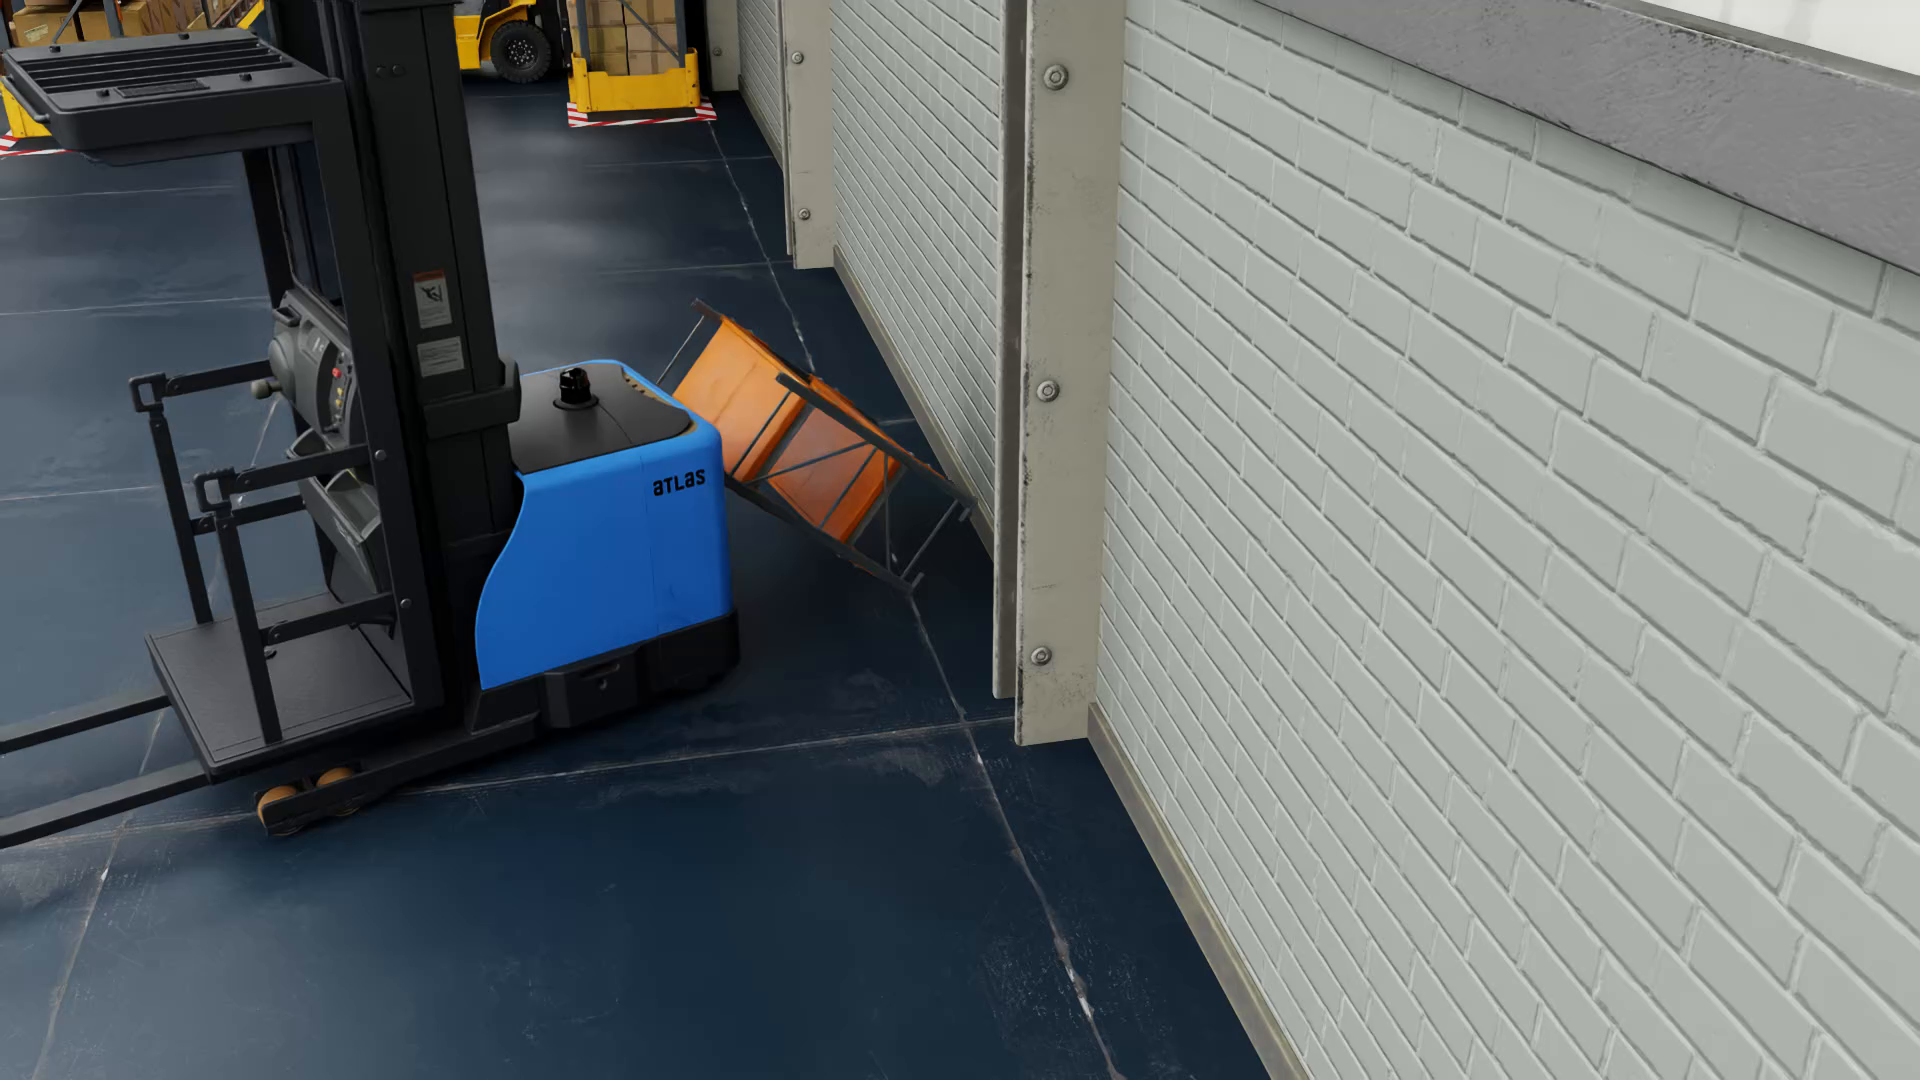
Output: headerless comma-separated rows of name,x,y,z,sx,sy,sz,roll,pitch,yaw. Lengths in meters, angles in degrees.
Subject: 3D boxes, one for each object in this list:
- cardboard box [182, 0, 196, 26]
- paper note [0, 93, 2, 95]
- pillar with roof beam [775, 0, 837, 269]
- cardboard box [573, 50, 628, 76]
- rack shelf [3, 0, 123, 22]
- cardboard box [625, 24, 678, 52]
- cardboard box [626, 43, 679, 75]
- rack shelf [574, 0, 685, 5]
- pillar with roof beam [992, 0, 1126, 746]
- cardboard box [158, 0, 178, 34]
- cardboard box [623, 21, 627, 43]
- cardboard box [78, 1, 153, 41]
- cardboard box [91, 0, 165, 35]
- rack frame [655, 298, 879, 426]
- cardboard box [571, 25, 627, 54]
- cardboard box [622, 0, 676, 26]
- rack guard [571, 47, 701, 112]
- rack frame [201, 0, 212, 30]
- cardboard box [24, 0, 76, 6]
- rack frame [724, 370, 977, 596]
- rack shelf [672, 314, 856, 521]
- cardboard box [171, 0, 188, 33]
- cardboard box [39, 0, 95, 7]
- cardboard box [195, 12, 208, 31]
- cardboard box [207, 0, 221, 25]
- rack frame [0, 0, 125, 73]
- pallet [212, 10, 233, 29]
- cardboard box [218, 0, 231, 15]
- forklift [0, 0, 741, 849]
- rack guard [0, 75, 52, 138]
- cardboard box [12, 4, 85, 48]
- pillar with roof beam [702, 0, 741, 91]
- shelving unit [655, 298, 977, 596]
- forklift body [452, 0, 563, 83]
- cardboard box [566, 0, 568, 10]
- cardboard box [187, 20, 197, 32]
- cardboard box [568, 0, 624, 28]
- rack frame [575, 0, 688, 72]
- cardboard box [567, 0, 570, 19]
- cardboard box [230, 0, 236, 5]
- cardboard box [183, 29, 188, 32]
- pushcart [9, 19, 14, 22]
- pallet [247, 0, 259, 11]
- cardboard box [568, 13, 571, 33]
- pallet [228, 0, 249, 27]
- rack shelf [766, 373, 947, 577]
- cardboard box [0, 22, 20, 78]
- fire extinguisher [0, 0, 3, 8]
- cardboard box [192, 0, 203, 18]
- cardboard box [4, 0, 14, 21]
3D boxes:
cardboard box,-8.329,-5.631,17.330,0.500,0.500,0.500,-5,27,-11
paper note,-9.475,-4.434,16.500,0.142,0.019,0.148,-16,31,-29
pillar with roof beam,-5.225,-5.545,8.750,9.100,9.000,0.400,-6,27,-12
cardboard box,-3.517,-4.675,16.269,0.500,0.250,0.500,-6,27,-11
rack shelf,-8.390,-5.592,16.299,1.077,0.370,4.000,-6,27,-12
cardboard box,-3.007,-4.952,16.262,0.500,0.250,0.500,-5,27,-11
cardboard box,-3.024,-4.737,16.391,0.500,0.250,0.500,-6,27,-11
rack shelf,-3.554,-6.098,17.301,1.077,0.370,4.000,-6,27,-12
pillar with roof beam,-3.873,-2.911,3.531,9.100,9.000,0.400,-6,27,-12
cardboard box,-8.084,-5.173,16.423,0.500,0.500,0.500,-5,27,-11
cardboard box,-3.131,-5.171,16.696,0.500,0.250,0.500,-6,27,-12
cardboard box,-7.857,-4.723,15.531,0.500,0.500,0.500,-7,28,-13
cardboard box,-7.979,-4.952,15.985,0.500,0.500,0.500,-7,28,-14
rack frame,-0.918,-0.614,7.655,1.125,0.500,0.032,33,5,-37
cardboard box,-3.518,-4.906,16.172,0.500,0.250,0.500,-6,27,-12
cardboard box,-3.028,-5.178,16.155,0.500,0.250,0.500,-6,27,-12
rack guard,-3.098,-4.415,15.942,1.175,0.500,0.348,-6,27,-12
rack frame,-8.840,-6.791,17.877,1.000,3.000,0.127,-6,27,-12
cardboard box,-8.522,-5.099,15.557,0.380,0.149,0.250,-5,27,-10
rack frame,-0.459,-0.212,6.841,1.125,0.500,0.032,33,5,-37
rack shelf,-0.887,-0.539,7.074,0.278,0.538,1.000,33,5,-37
cardboard box,-8.213,-5.407,16.886,0.500,0.500,0.500,-5,27,-9
cardboard box,-8.494,-4.884,15.851,0.500,0.500,0.500,-5,27,-10
cardboard box,-8.445,-5.519,17.941,0.500,0.250,0.500,-5,27,-9
cardboard box,-8.961,-6.036,18.830,0.950,0.372,0.625,-6,27,-11
rack frame,-7.939,-5.035,14.397,1.000,3.000,0.127,-6,27,-12
pallet,-9.017,-5.888,19.182,1.003,0.211,1.213,-6,27,-12
cardboard box,-9.126,-6.351,19.454,0.950,0.372,0.625,-4,27,-8
forklift,-2.380,-0.562,5.610,3.031,2.935,1.130,-17,32,-30
rack guard,-7.956,-3.953,15.027,1.175,0.500,0.348,-6,27,-12
cardboard box,-8.374,-4.655,15.398,0.500,0.500,0.500,-6,27,-11
pillar with roof beam,-6.577,-8.179,13.968,9.100,9.000,0.400,-6,27,-12
shelving unit,-0.689,-0.413,7.248,1.125,0.538,1.048,33,5,-37
forklift body,-5.309,-5.809,16.873,2.313,2.155,1.214,-6,27,-12
cardboard box,-3.756,-5.562,16.917,0.500,0.250,0.500,-6,27,-11
cardboard box,-8.315,-5.286,17.480,0.500,0.250,0.500,-7,28,-13
cardboard box,-3.511,-5.118,16.037,0.500,0.250,0.500,-5,27,-10
rack frame,-3.104,-5.541,15.399,1.000,3.000,0.127,-6,27,-12
cardboard box,-3.632,-5.342,16.480,0.500,0.250,0.500,-5,27,-11
cardboard box,-9.285,-6.656,20.059,0.950,0.372,0.625,-5,27,-10
cardboard box,-8.205,-5.063,17.037,0.500,0.250,0.500,-6,27,-11
pushcart,-11.050,-5.367,17.965,1.648,0.377,0.936,-16,31,-29
pallet,-9.567,-6.959,21.304,1.003,0.211,1.213,-6,27,-12
cardboard box,-3.757,-5.352,17.055,0.500,0.250,0.500,-7,28,-13
pallet,-9.296,-6.425,20.245,1.003,0.211,1.213,-6,27,-12
rack shelf,-0.523,-0.307,7.394,0.278,0.538,1.000,33,5,-37
cardboard box,-9.925,-5.068,17.233,0.500,0.500,0.500,13,30,24
fire extinguisher,-8.362,-4.904,14.223,0.296,0.674,0.183,-6,27,-12
cardboard box,-8.446,-5.854,17.772,0.500,0.500,0.500,-6,27,-12
cardboard box,-10.568,-5.820,17.885,0.500,0.500,0.500,-6,27,-12
